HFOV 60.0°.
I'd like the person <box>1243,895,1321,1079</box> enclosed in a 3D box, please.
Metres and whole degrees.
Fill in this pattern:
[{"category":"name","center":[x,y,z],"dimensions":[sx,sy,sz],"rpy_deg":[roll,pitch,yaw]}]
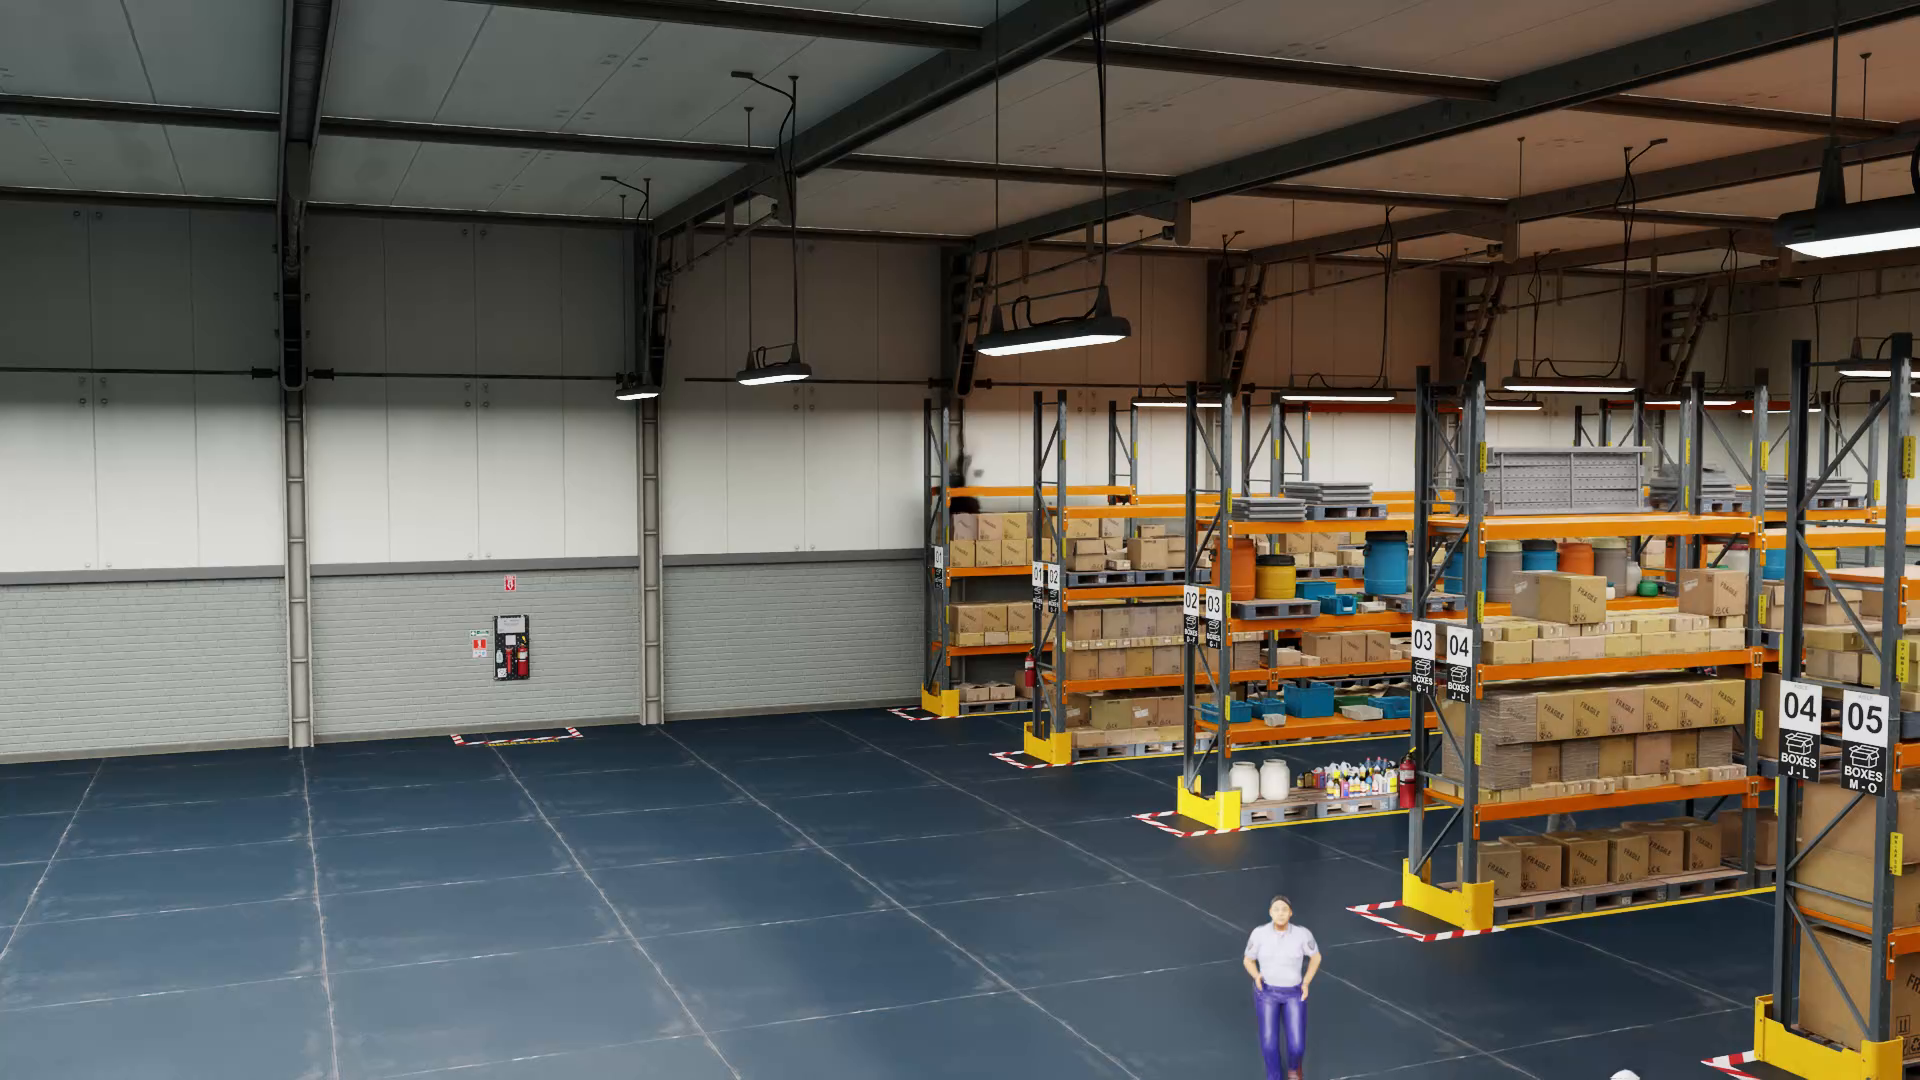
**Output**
[{"category":"person","center":[2.501,3.593,13.008],"dimensions":[0.580,1.601,0.521],"rpy_deg":[1,3,13]}]

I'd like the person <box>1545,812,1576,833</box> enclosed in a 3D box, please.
[{"category":"person","center":[7.602,3.050,21.156],"dimensions":[0.919,1.702,0.612],"rpy_deg":[-2,4,-36]}]

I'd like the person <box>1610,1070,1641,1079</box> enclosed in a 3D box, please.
[{"category":"person","center":[3.621,3.718,8.953],"dimensions":[0.649,1.794,0.924],"rpy_deg":[2,4,27]}]
